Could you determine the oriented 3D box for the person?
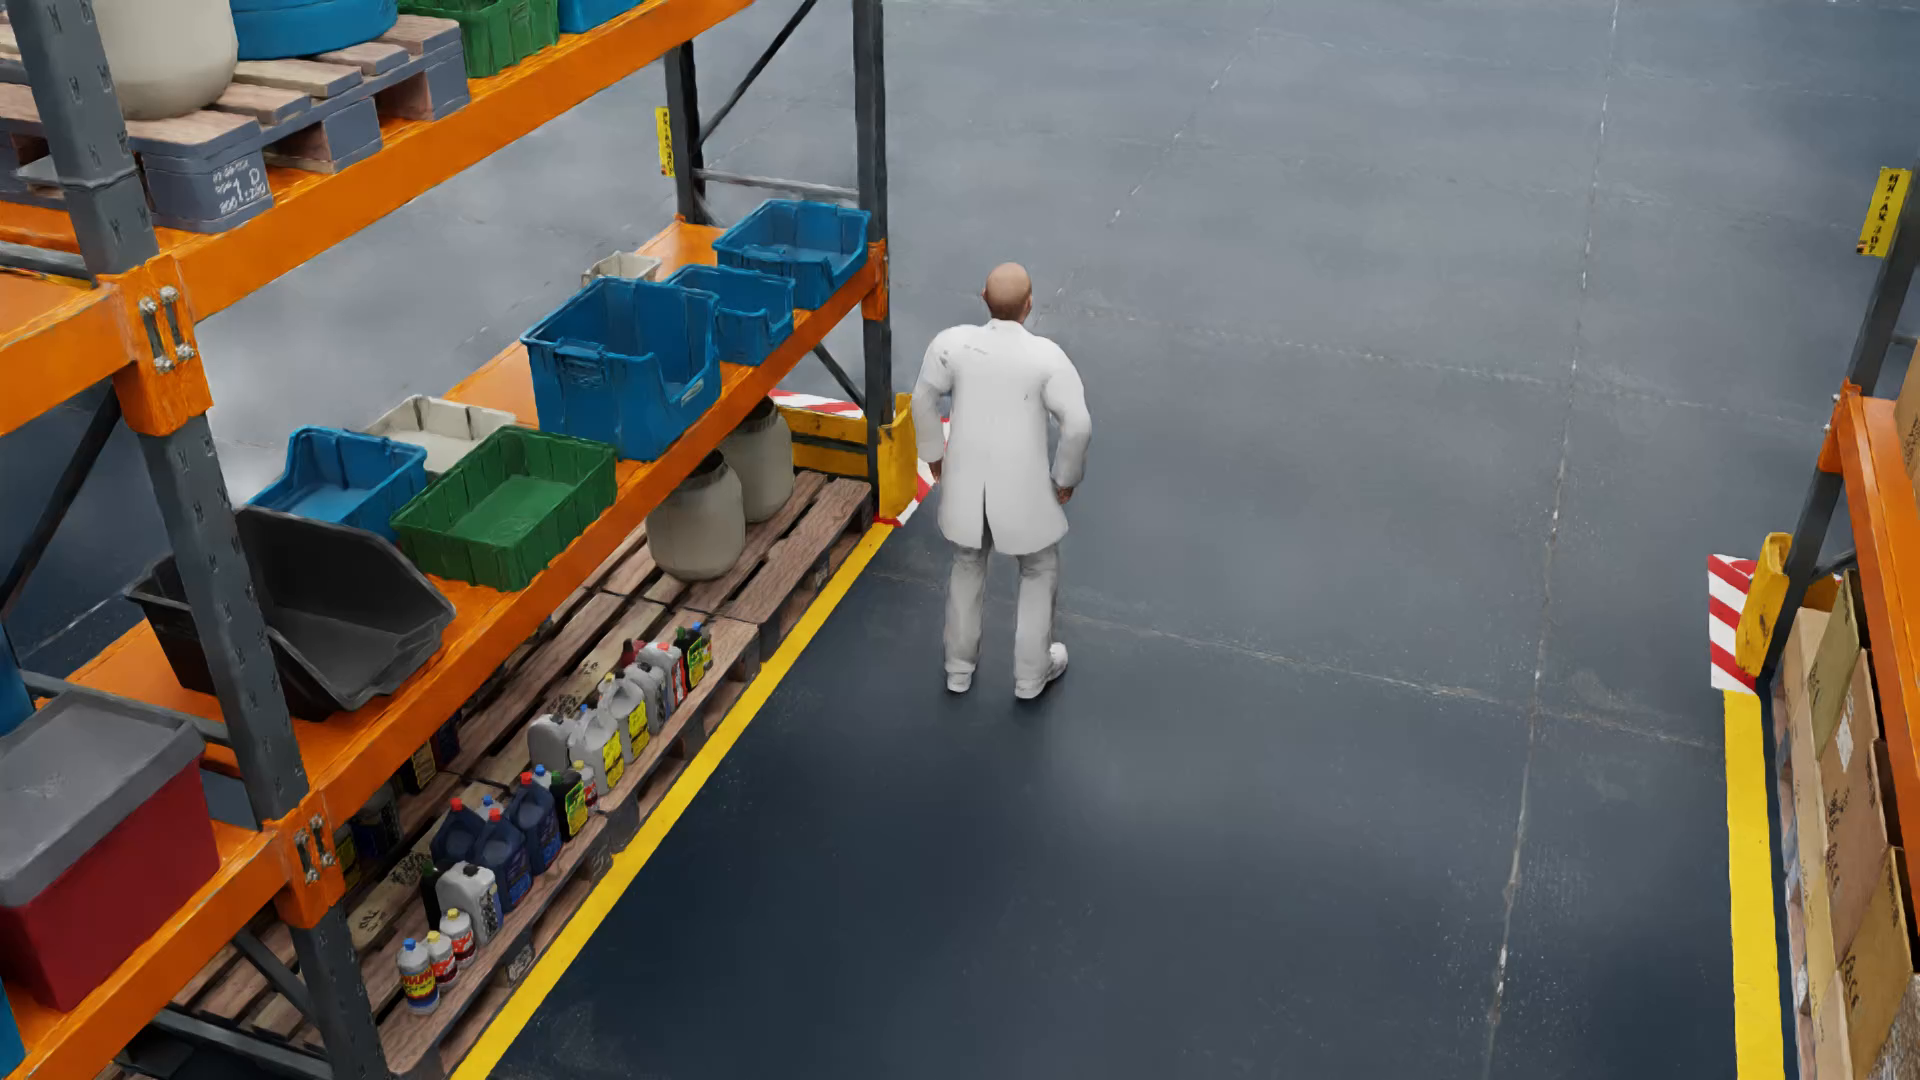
[{"bbox_3d":[0.153,-0.219,6.517,0.725,1.741,0.520,11,34,16],"label":"person"}]
